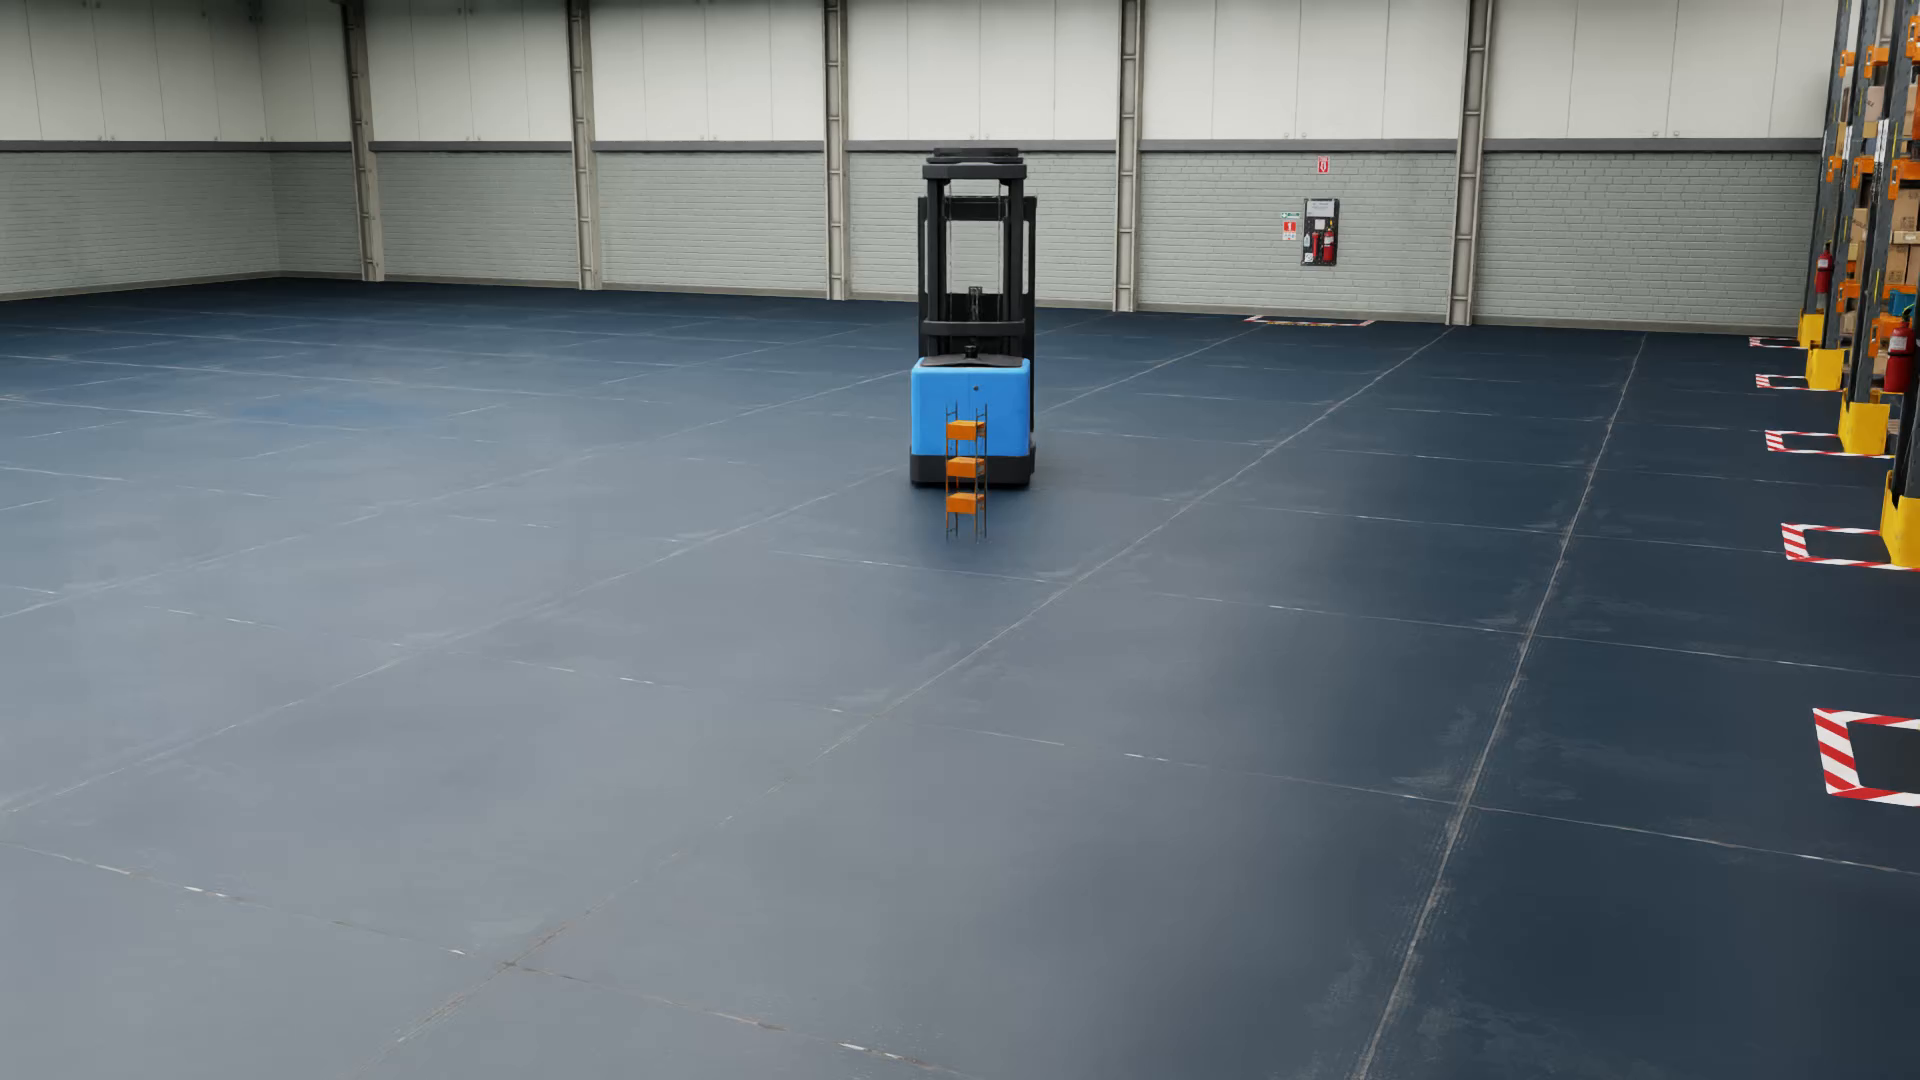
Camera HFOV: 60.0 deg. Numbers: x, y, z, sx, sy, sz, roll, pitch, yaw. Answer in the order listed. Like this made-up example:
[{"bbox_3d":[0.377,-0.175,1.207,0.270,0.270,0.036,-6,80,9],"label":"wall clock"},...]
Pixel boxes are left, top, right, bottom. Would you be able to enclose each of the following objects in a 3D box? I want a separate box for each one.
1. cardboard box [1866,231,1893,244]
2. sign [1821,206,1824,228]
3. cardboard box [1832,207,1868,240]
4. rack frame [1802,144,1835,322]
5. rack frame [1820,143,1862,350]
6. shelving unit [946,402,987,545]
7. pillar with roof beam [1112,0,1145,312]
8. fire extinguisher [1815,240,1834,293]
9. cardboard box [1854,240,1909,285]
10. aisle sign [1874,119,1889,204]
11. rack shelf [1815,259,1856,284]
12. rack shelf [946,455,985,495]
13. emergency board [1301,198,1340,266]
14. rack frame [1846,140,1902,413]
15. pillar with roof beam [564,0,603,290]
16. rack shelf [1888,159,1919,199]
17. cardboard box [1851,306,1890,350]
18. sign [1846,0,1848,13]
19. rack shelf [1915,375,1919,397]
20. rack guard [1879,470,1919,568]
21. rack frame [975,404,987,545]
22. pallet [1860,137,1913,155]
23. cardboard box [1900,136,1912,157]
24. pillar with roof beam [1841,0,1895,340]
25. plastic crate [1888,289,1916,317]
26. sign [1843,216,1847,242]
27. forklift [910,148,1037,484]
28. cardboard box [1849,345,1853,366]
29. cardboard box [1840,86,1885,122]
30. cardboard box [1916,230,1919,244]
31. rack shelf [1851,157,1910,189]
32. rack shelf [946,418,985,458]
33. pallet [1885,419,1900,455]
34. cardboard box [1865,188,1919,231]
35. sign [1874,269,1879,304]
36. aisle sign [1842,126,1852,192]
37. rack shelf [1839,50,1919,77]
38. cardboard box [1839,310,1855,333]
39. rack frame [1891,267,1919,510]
[{"bbox_3d":[11.319,-3.738,20.480,0.250,0.149,0.380,6,14,23],"label":"cardboard box"},{"bbox_3d":[12.830,-4.798,24.741,0.005,0.325,0.100,6,14,23],"label":"sign"},{"bbox_3d":[13.567,-4.792,25.255,0.500,0.500,0.500,6,14,23],"label":"cardboard box"},{"bbox_3d":[13.050,-4.490,25.323,0.127,3.000,1.000,6,14,23],"label":"rack frame"},{"bbox_3d":[11.047,-3.455,20.912,0.127,3.000,1.000,6,14,23],"label":"rack frame"},{"bbox_3d":[0.049,-0.506,12.614,0.252,1.050,0.215,6,14,23],"label":"shelving unit"},{"bbox_3d":[1.325,-7.737,26.031,0.400,9.000,9.100,6,14,23],"label":"pillar with roof beam"},{"bbox_3d":[11.127,-3.525,21.381,0.183,0.674,0.296,6,14,23],"label":"fire extinguisher"},{"bbox_3d":[11.469,-3.458,20.705,0.500,0.500,0.700,6,14,23],"label":"cardboard box"},{"bbox_3d":[8.853,-3.632,15.975,0.004,0.787,0.394,6,14,23],"label":"aisle sign"},{"bbox_3d":[14.879,-3.954,24.616,4.000,0.370,1.077,6,14,23],"label":"rack shelf"},{"bbox_3d":[0.049,-0.496,12.616,0.240,0.259,0.215,6,14,23],"label":"rack shelf"},{"bbox_3d":[6.311,-5.397,29.191,0.643,1.169,0.194,6,14,23],"label":"emergency board"},{"bbox_3d":[9.037,-2.420,16.504,0.127,3.000,1.000,6,14,23],"label":"rack frame"},{"bbox_3d":[-9.646,-8.848,30.763,0.400,9.000,9.100,6,14,23],"label":"pillar with roof beam"},{"bbox_3d":[10.866,-3.346,15.455,4.000,0.370,1.077,6,14,23],"label":"rack shelf"},{"bbox_3d":[11.658,-2.698,21.146,0.500,0.500,0.500,6,14,23],"label":"cardboard box"},{"bbox_3d":[12.830,-7.790,24.038,0.005,0.325,0.100,6,14,23],"label":"sign"},{"bbox_3d":[8.860,-0.851,11.389,4.000,0.370,1.077,6,14,23],"label":"rack shelf"},{"bbox_3d":[7.101,-0.162,12.351,0.348,0.500,1.175,6,14,23],"label":"rack guard"},{"bbox_3d":[0.160,-0.495,12.566,0.008,1.050,0.200,6,14,23],"label":"rack frame"},{"bbox_3d":[11.683,-4.801,20.277,1.213,0.211,1.003,6,14,23],"label":"pallet"},{"bbox_3d":[13.731,-5.868,24.368,0.500,0.500,0.500,7,15,27],"label":"cardboard box"},{"bbox_3d":[12.297,-6.627,21.299,0.400,9.000,9.100,6,14,23],"label":"pillar with roof beam"},{"bbox_3d":[9.616,-2.364,16.590,0.616,0.251,0.499,6,14,23],"label":"plastic crate"},{"bbox_3d":[10.817,-3.799,20.312,0.005,0.325,0.100,6,14,23],"label":"sign"},{"bbox_3d":[0.170,-2.204,15.731,1.130,2.935,3.031,1,13,3],"label":"forklift"},{"bbox_3d":[11.657,-2.333,21.229,0.500,0.250,0.500,6,14,23],"label":"cardboard box"},{"bbox_3d":[13.304,-6.409,24.484,0.500,0.500,0.500,5,14,19],"label":"cardboard box"},{"bbox_3d":[11.789,-3.691,20.278,0.250,0.149,0.380,6,14,23],"label":"cardboard box"},{"bbox_3d":[12.876,-4.380,19.862,4.000,0.370,1.077,6,14,23],"label":"rack shelf"},{"bbox_3d":[0.049,-0.772,12.551,0.240,0.259,0.215,6,14,23],"label":"rack shelf"},{"bbox_3d":[9.866,-0.989,16.509,1.213,0.211,1.003,6,14,23],"label":"pallet"},{"bbox_3d":[11.517,-4.084,20.536,0.500,0.500,0.700,6,14,23],"label":"cardboard box"},{"bbox_3d":[8.810,-2.441,15.984,0.005,0.325,0.100,6,14,23],"label":"sign"},{"bbox_3d":[10.863,-4.662,20.368,0.004,0.787,0.394,6,14,23],"label":"aisle sign"},{"bbox_3d":[14.879,-6.874,23.931,4.000,0.370,1.077,6,14,23],"label":"rack shelf"},{"bbox_3d":[13.646,-3.312,25.226,0.500,0.311,0.500,4,14,17],"label":"cardboard box"},{"bbox_3d":[7.031,-1.386,12.095,0.127,3.000,1.000,6,14,23],"label":"rack frame"}]
